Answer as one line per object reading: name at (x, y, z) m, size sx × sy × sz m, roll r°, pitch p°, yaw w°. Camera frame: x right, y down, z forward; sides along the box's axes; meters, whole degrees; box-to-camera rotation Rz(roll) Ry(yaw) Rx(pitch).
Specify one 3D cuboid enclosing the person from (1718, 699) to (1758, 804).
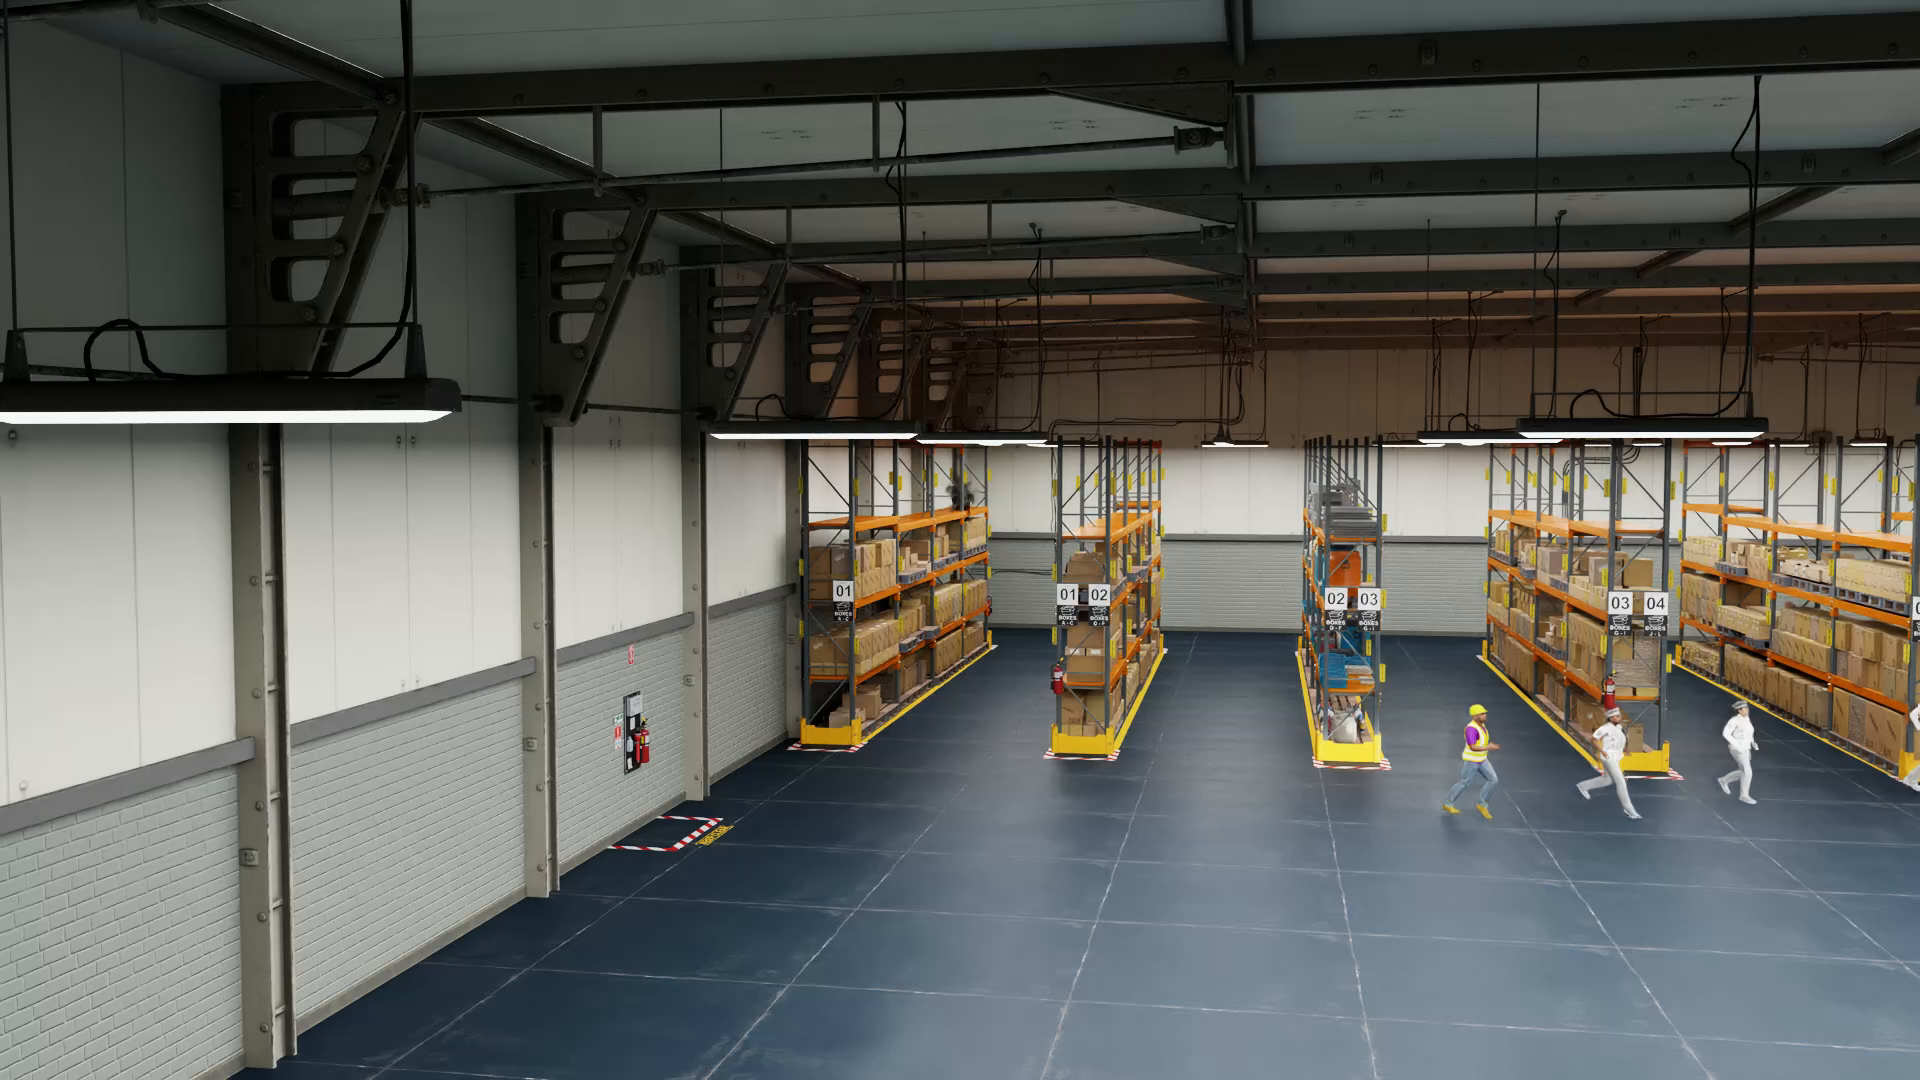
person at (12.689, 3.425, 27.157) m, size 0.633 × 1.682 × 0.674 m, roll -3°, pitch 4°, yaw -39°

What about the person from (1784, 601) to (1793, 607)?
person at (22.619, 2.489, 45.258) m, size 0.733 × 1.630 × 0.513 m, roll 1°, pitch 3°, yaw 13°

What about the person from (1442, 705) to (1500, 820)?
person at (7.994, 3.444, 25.844) m, size 0.889 × 1.798 × 0.710 m, roll 3°, pitch 4°, yaw 39°

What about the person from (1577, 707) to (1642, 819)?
person at (10.260, 3.474, 26.224) m, size 1.074 × 1.705 × 0.545 m, roll 3°, pitch 4°, yaw 44°

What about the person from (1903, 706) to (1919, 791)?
person at (16.124, 3.373, 27.548) m, size 0.722 × 1.831 × 0.874 m, roll -1°, pitch 3°, yaw -24°
